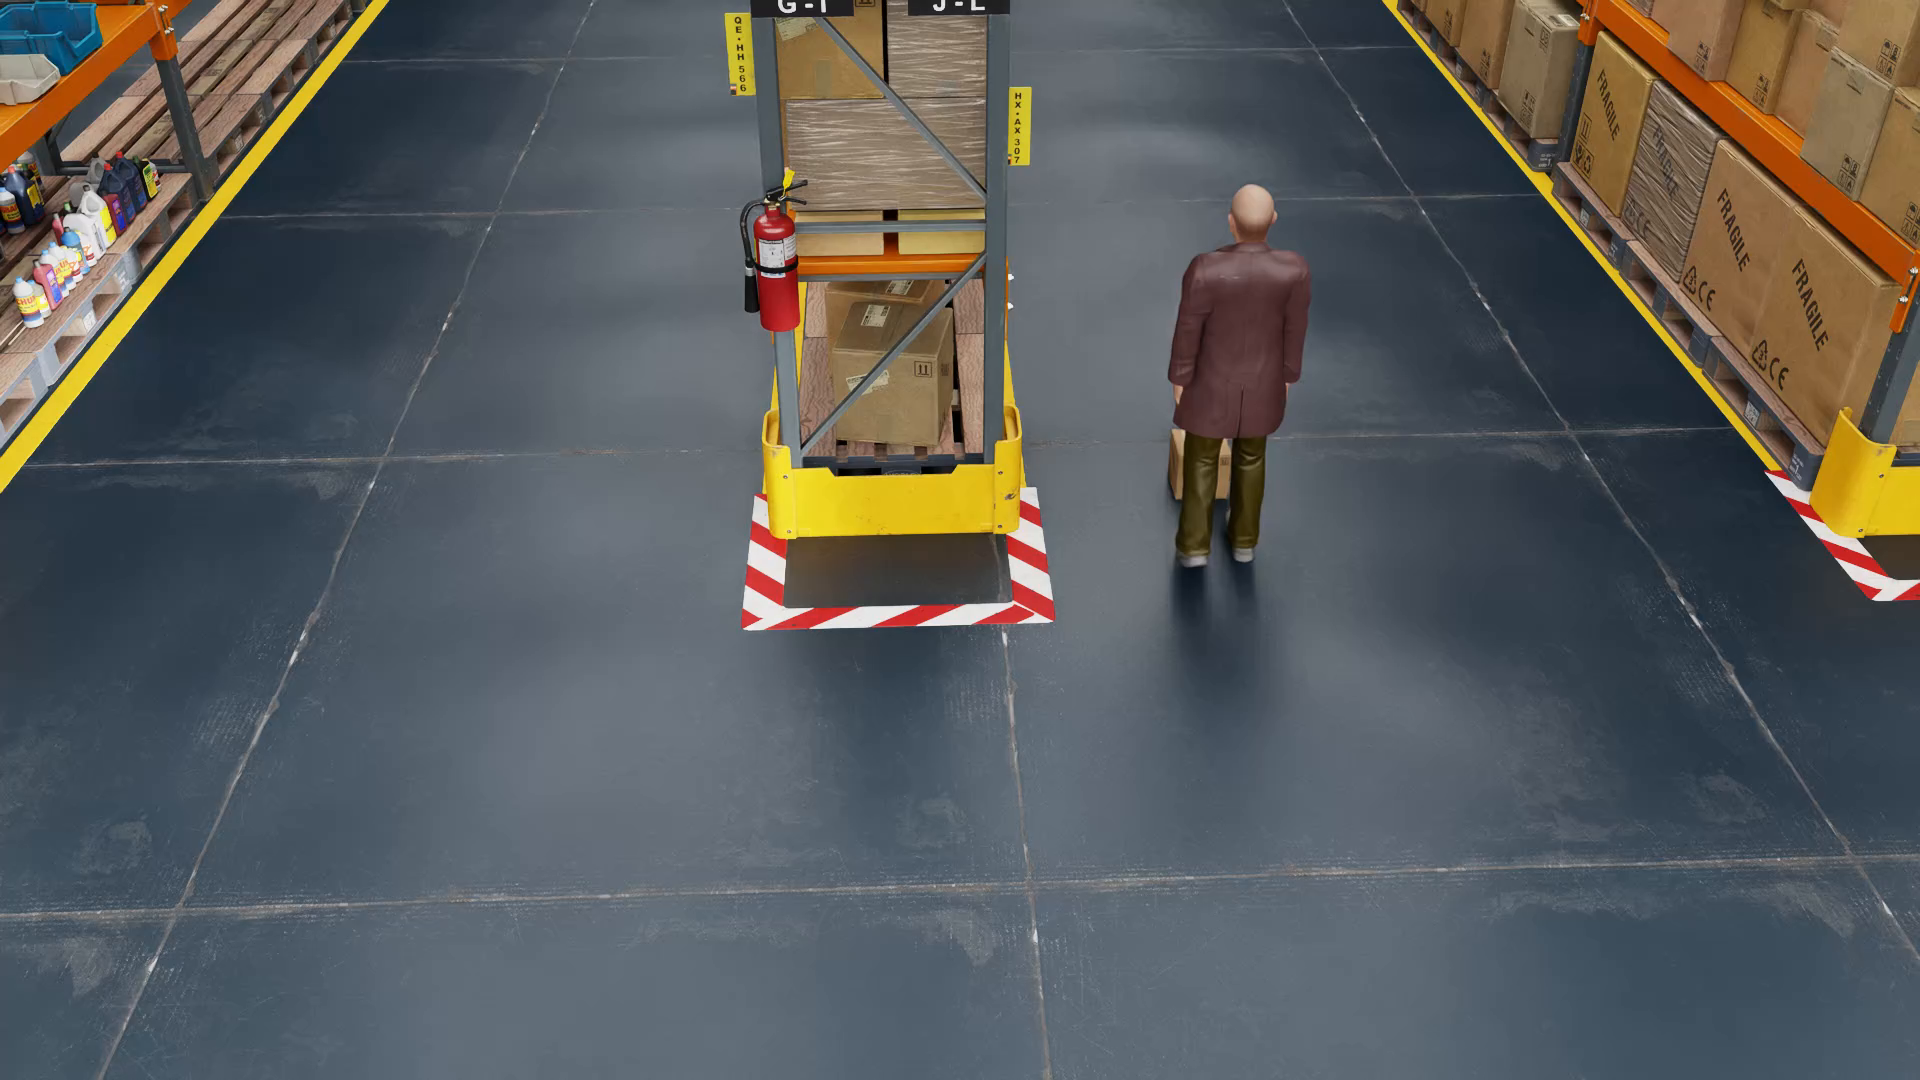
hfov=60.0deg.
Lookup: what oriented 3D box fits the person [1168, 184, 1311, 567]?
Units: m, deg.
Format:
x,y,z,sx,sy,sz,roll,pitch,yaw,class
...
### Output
x,y,z,sx,sy,sz,roll,pitch,yaw,class
1.176,-0.658,7.179,0.574,1.862,0.479,-1,35,-2,person
